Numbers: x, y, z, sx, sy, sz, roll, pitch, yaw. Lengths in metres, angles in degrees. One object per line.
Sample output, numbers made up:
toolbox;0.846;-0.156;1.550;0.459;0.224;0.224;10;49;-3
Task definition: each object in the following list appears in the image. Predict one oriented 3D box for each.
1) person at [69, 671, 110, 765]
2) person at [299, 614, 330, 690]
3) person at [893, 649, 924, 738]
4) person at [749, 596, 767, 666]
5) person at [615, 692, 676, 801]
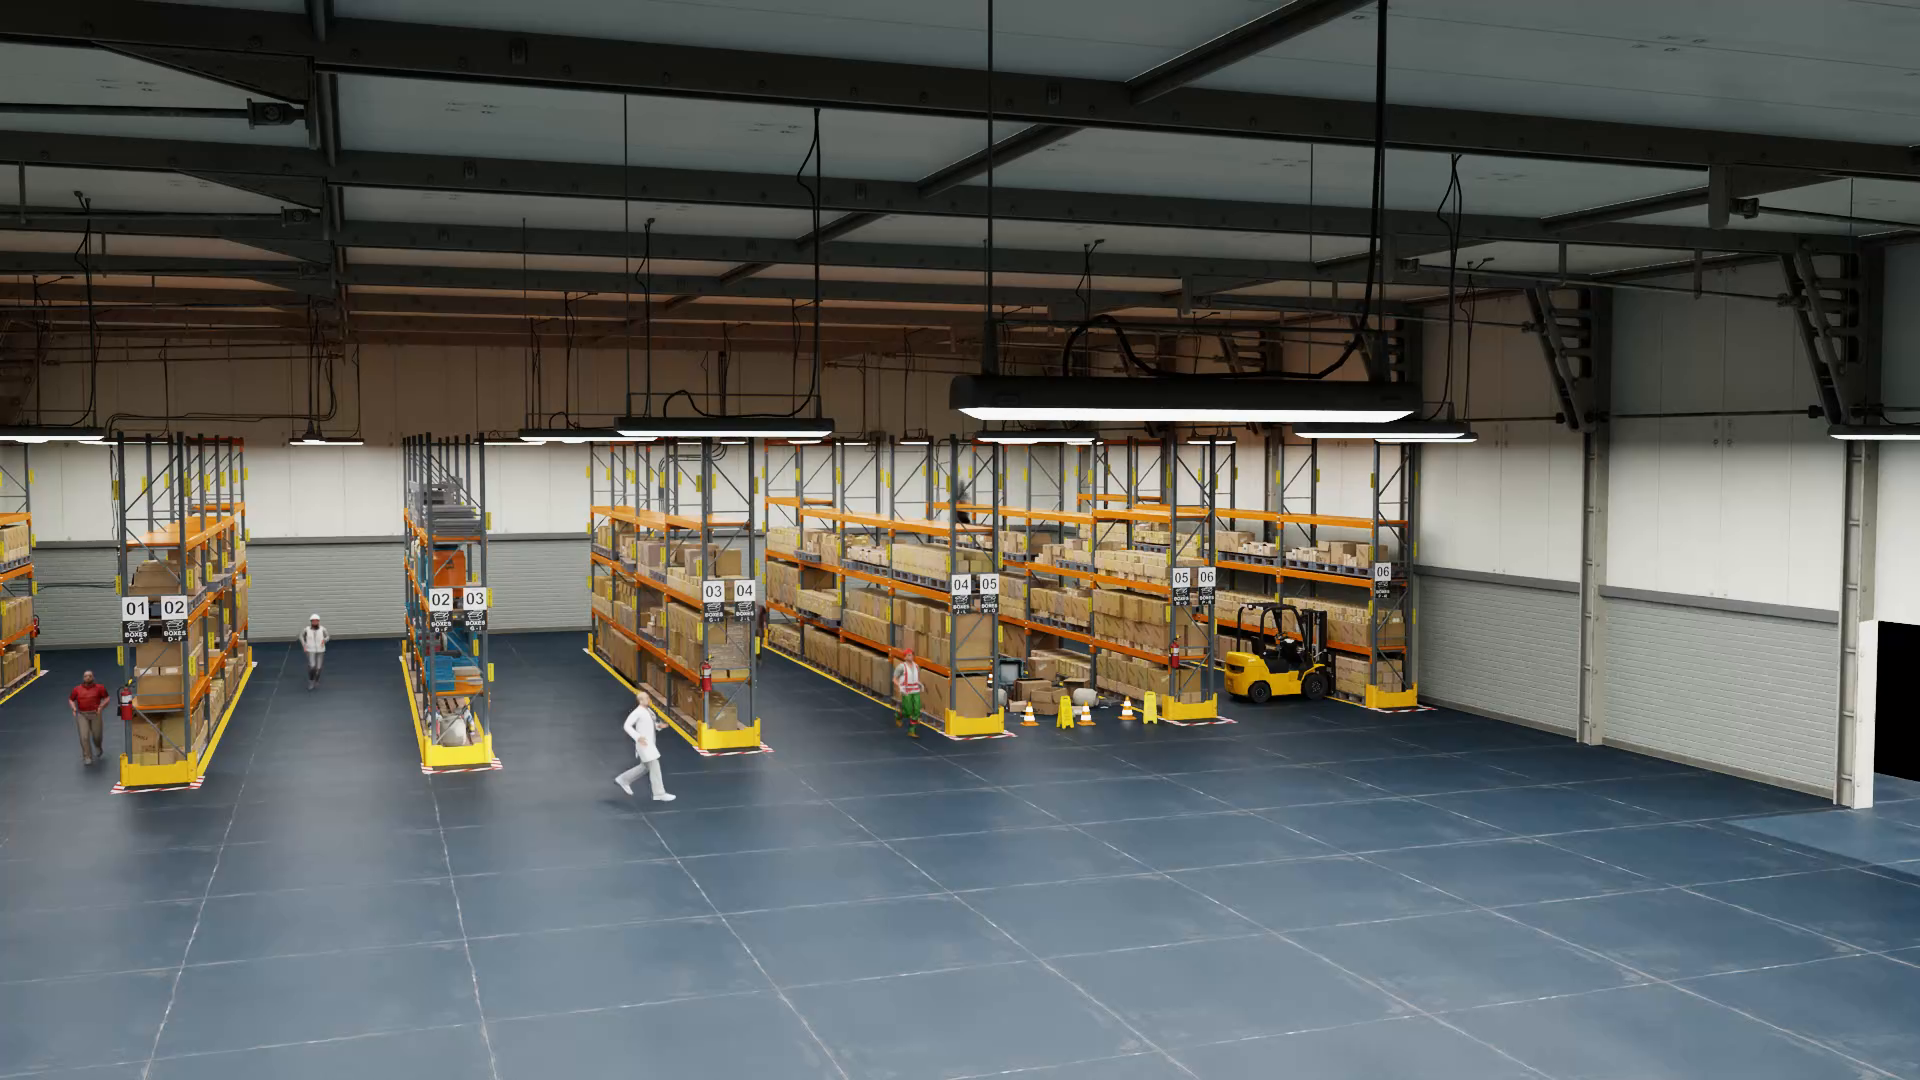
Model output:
person;-15.821;3.206;30.212;0.664;1.675;0.654;-1;3;-23
person;-15.284;2.668;39.459;0.647;1.811;0.746;-2;4;-30
person;-1.019;3.023;32.999;0.655;1.750;0.718;-2;4;-34
person;-5.432;2.377;43.974;0.714;1.784;1.007;-1;3;-18
person;-5.109;3.329;26.924;1.035;1.754;0.713;0;3;6
